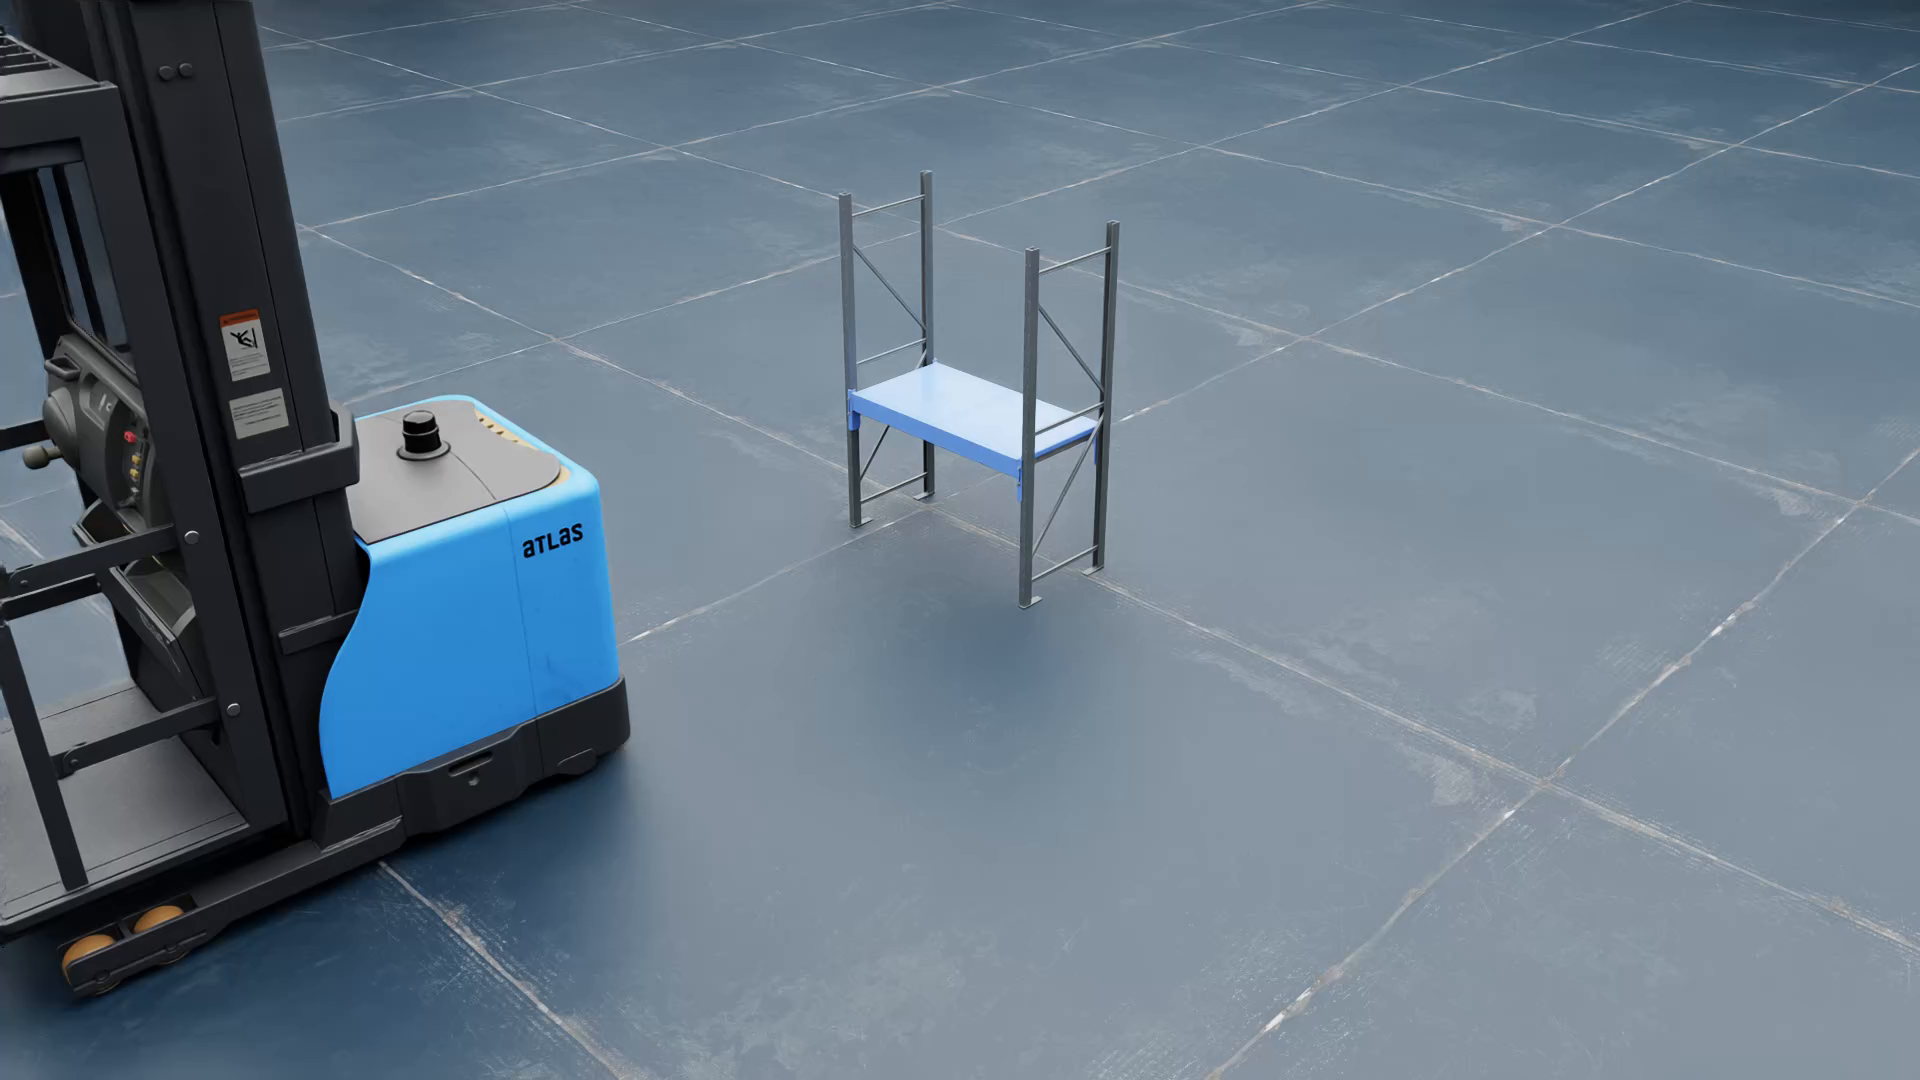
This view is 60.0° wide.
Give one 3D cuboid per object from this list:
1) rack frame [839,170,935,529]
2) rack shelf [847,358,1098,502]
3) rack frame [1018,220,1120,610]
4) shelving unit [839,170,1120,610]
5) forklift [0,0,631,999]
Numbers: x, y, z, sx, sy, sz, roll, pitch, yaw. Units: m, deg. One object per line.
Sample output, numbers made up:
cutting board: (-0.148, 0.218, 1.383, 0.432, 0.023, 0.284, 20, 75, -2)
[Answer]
rack frame: (-0.302, -0.802, 7.163, 0.032, 1.500, 0.500, 25, 36, 38)
rack shelf: (0.061, -0.477, 6.932, 1.000, 0.185, 0.538, 25, 36, 38)
rack frame: (0.423, -0.470, 6.533, 0.032, 1.500, 0.500, 25, 36, 38)
shelving unit: (0.061, -0.636, 6.848, 1.048, 1.500, 0.538, 25, 36, 38)
forklift: (-2.593, -0.270, 4.614, 3.031, 2.935, 1.130, -22, 35, -36)
